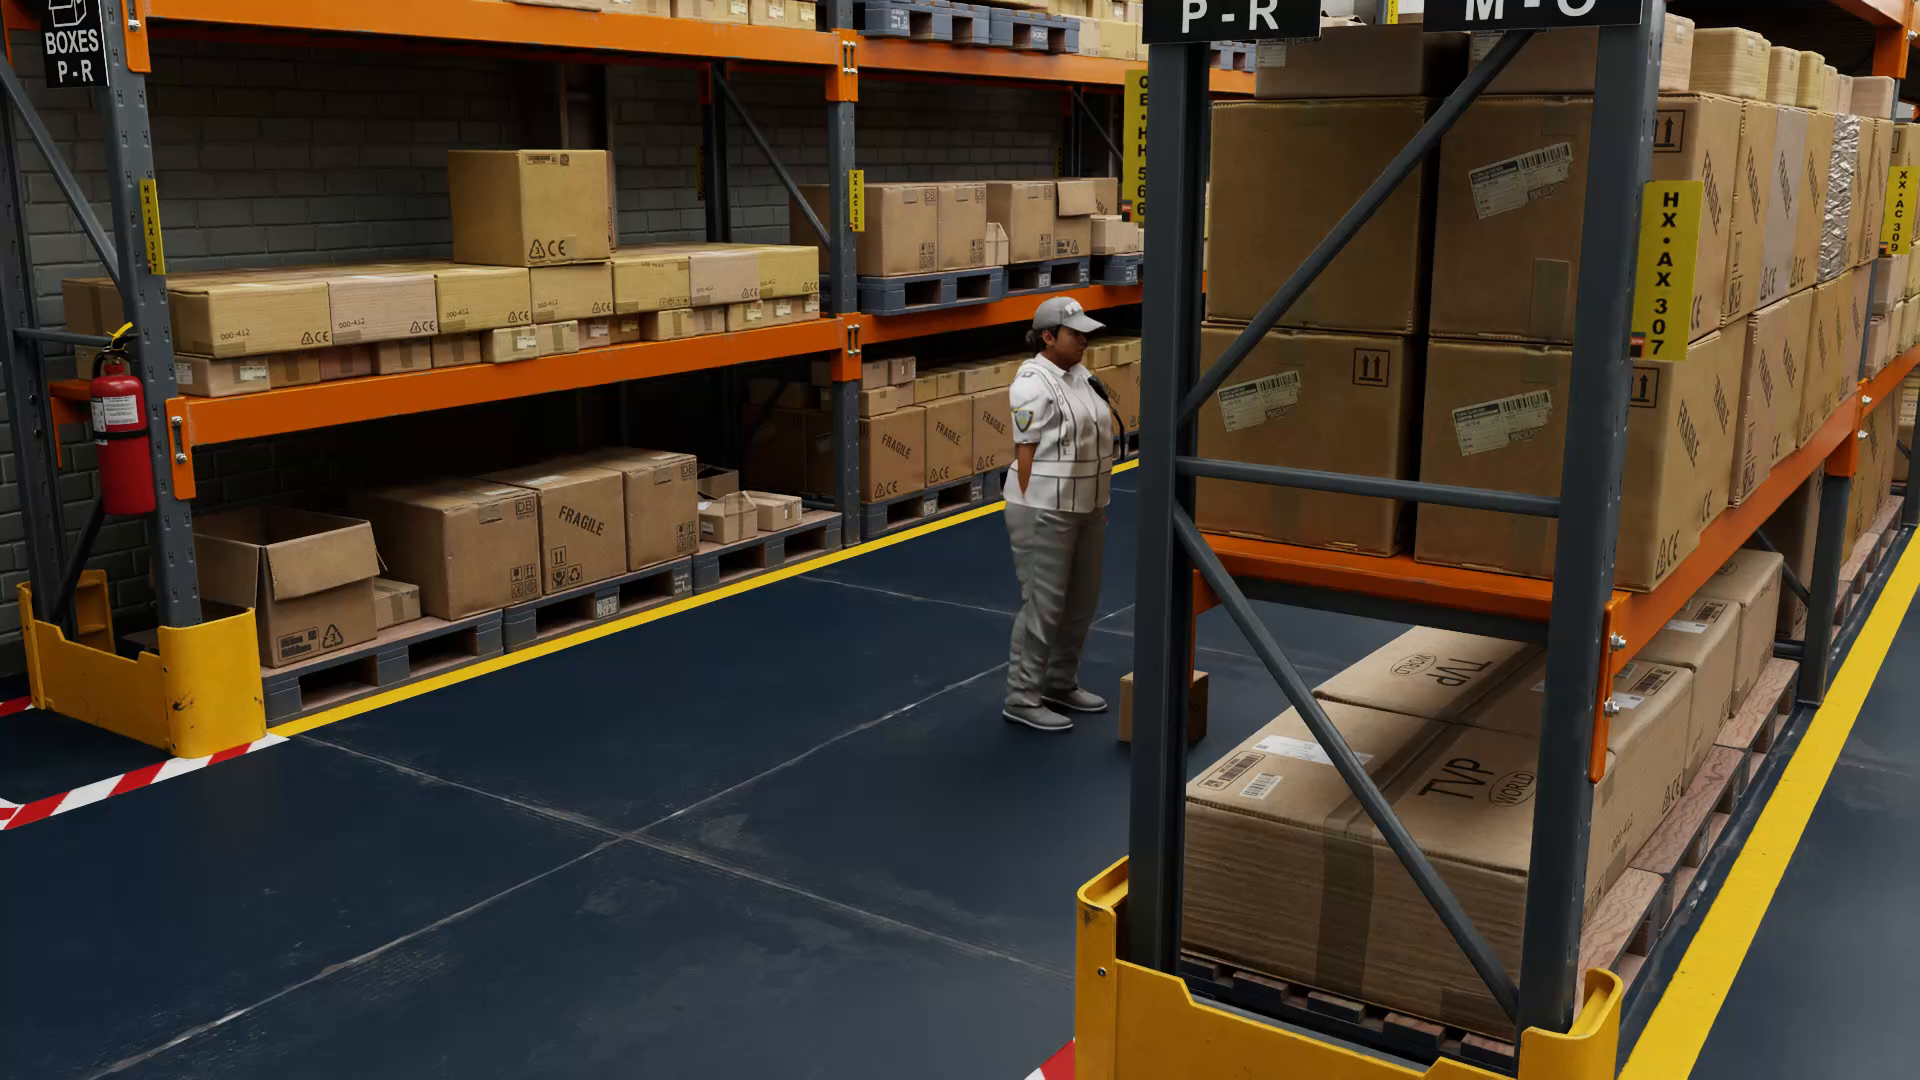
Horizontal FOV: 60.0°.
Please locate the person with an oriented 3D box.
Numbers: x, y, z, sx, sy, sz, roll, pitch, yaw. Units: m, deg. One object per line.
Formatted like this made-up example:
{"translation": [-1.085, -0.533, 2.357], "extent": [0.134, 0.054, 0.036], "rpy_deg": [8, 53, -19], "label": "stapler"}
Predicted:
{"translation": [0.396, -0.109, 6.466], "extent": [0.391, 1.662, 0.469], "rpy_deg": [9, 16, 34], "label": "person"}
